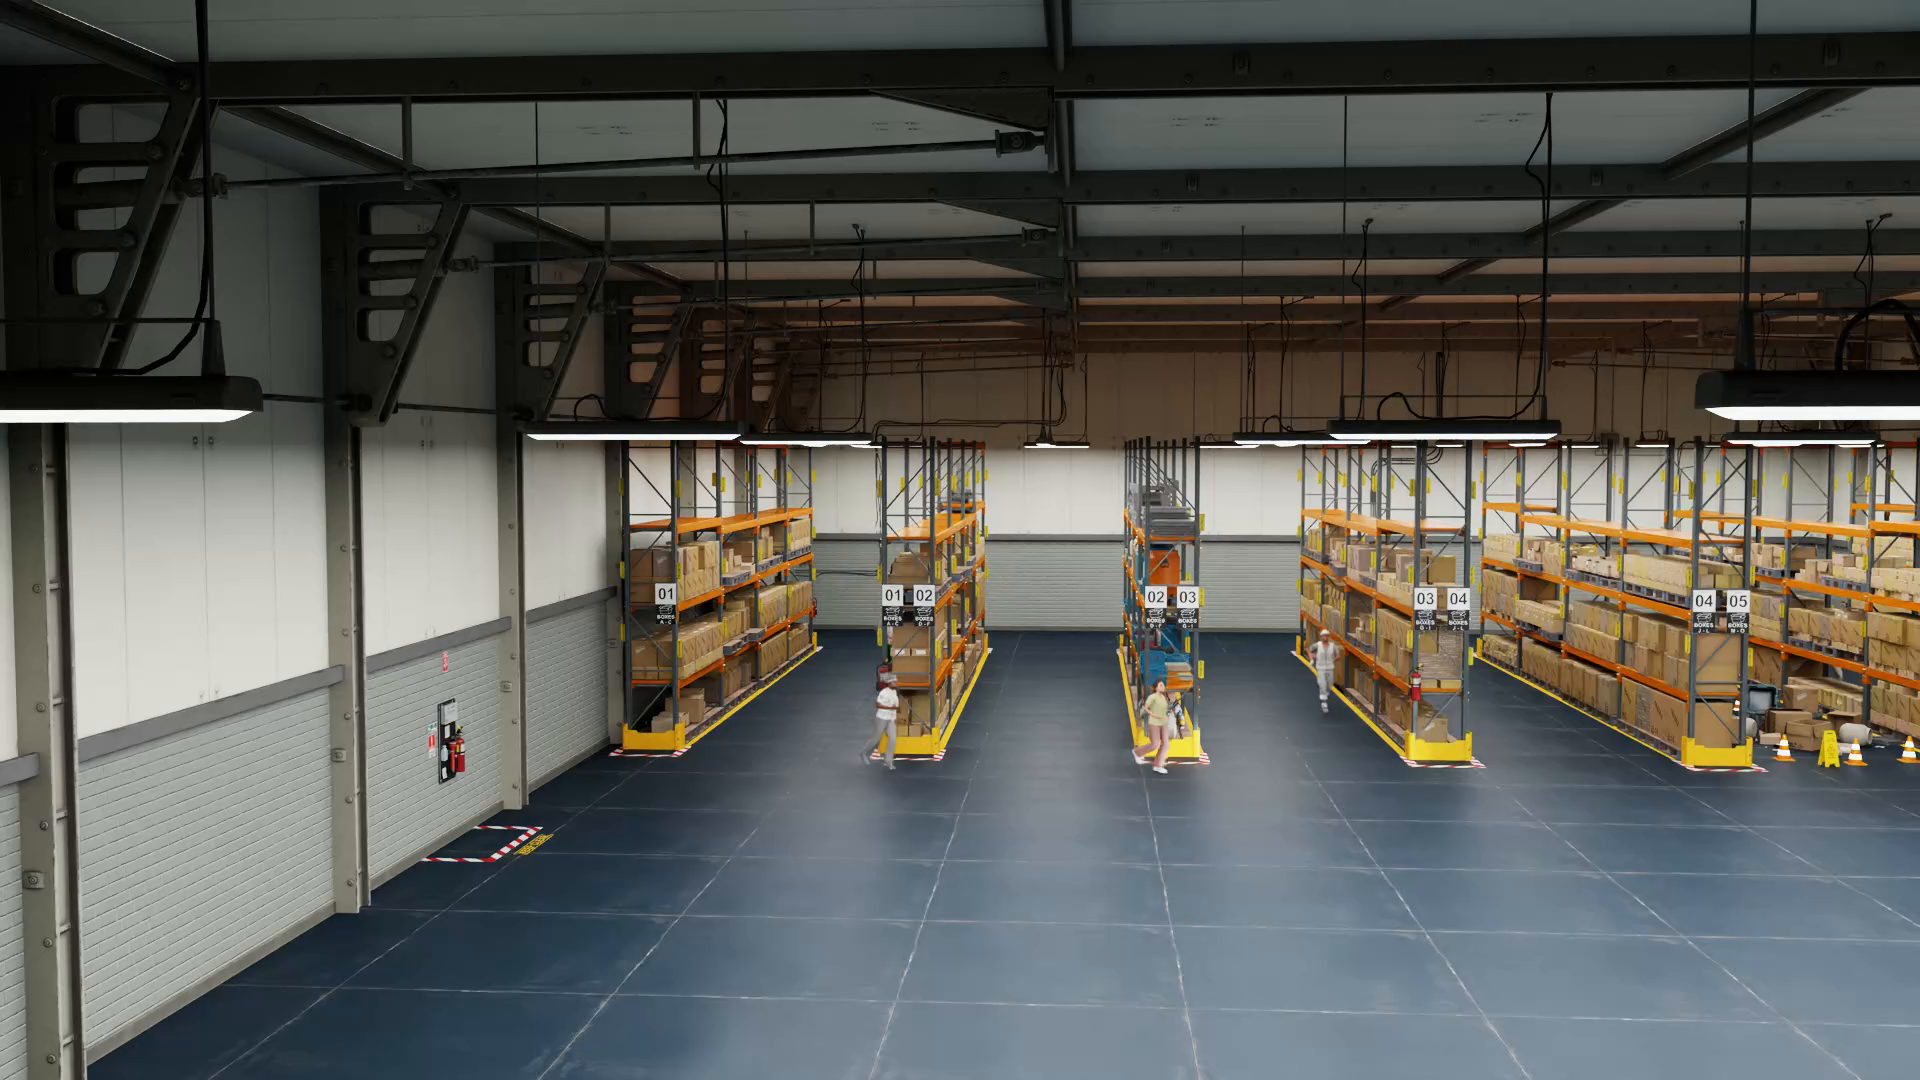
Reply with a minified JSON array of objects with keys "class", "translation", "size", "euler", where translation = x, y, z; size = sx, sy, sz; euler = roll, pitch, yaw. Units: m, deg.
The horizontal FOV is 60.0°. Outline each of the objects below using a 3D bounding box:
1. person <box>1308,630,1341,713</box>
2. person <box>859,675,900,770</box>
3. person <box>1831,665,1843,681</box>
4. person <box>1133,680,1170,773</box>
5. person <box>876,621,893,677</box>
[{"class":"person","translation":[8.002,2.848,36.453],"size":[0.662,1.773,1.000],"euler":[0,3,-2]},{"class":"person","translation":[-1.343,3.275,30.173],"size":[0.882,1.681,0.618],"euler":[3,4,40]},{"class":"person","translation":[21.316,2.685,40.857],"size":[0.672,1.784,0.909],"euler":[0,3,5]},{"class":"person","translation":[3.498,3.316,29.834],"size":[0.597,1.646,0.744],"euler":[-3,4,-45]},{"class":"person","translation":[-1.772,2.613,41.705],"size":[0.656,1.783,0.899],"euler":[0,3,-1]}]
